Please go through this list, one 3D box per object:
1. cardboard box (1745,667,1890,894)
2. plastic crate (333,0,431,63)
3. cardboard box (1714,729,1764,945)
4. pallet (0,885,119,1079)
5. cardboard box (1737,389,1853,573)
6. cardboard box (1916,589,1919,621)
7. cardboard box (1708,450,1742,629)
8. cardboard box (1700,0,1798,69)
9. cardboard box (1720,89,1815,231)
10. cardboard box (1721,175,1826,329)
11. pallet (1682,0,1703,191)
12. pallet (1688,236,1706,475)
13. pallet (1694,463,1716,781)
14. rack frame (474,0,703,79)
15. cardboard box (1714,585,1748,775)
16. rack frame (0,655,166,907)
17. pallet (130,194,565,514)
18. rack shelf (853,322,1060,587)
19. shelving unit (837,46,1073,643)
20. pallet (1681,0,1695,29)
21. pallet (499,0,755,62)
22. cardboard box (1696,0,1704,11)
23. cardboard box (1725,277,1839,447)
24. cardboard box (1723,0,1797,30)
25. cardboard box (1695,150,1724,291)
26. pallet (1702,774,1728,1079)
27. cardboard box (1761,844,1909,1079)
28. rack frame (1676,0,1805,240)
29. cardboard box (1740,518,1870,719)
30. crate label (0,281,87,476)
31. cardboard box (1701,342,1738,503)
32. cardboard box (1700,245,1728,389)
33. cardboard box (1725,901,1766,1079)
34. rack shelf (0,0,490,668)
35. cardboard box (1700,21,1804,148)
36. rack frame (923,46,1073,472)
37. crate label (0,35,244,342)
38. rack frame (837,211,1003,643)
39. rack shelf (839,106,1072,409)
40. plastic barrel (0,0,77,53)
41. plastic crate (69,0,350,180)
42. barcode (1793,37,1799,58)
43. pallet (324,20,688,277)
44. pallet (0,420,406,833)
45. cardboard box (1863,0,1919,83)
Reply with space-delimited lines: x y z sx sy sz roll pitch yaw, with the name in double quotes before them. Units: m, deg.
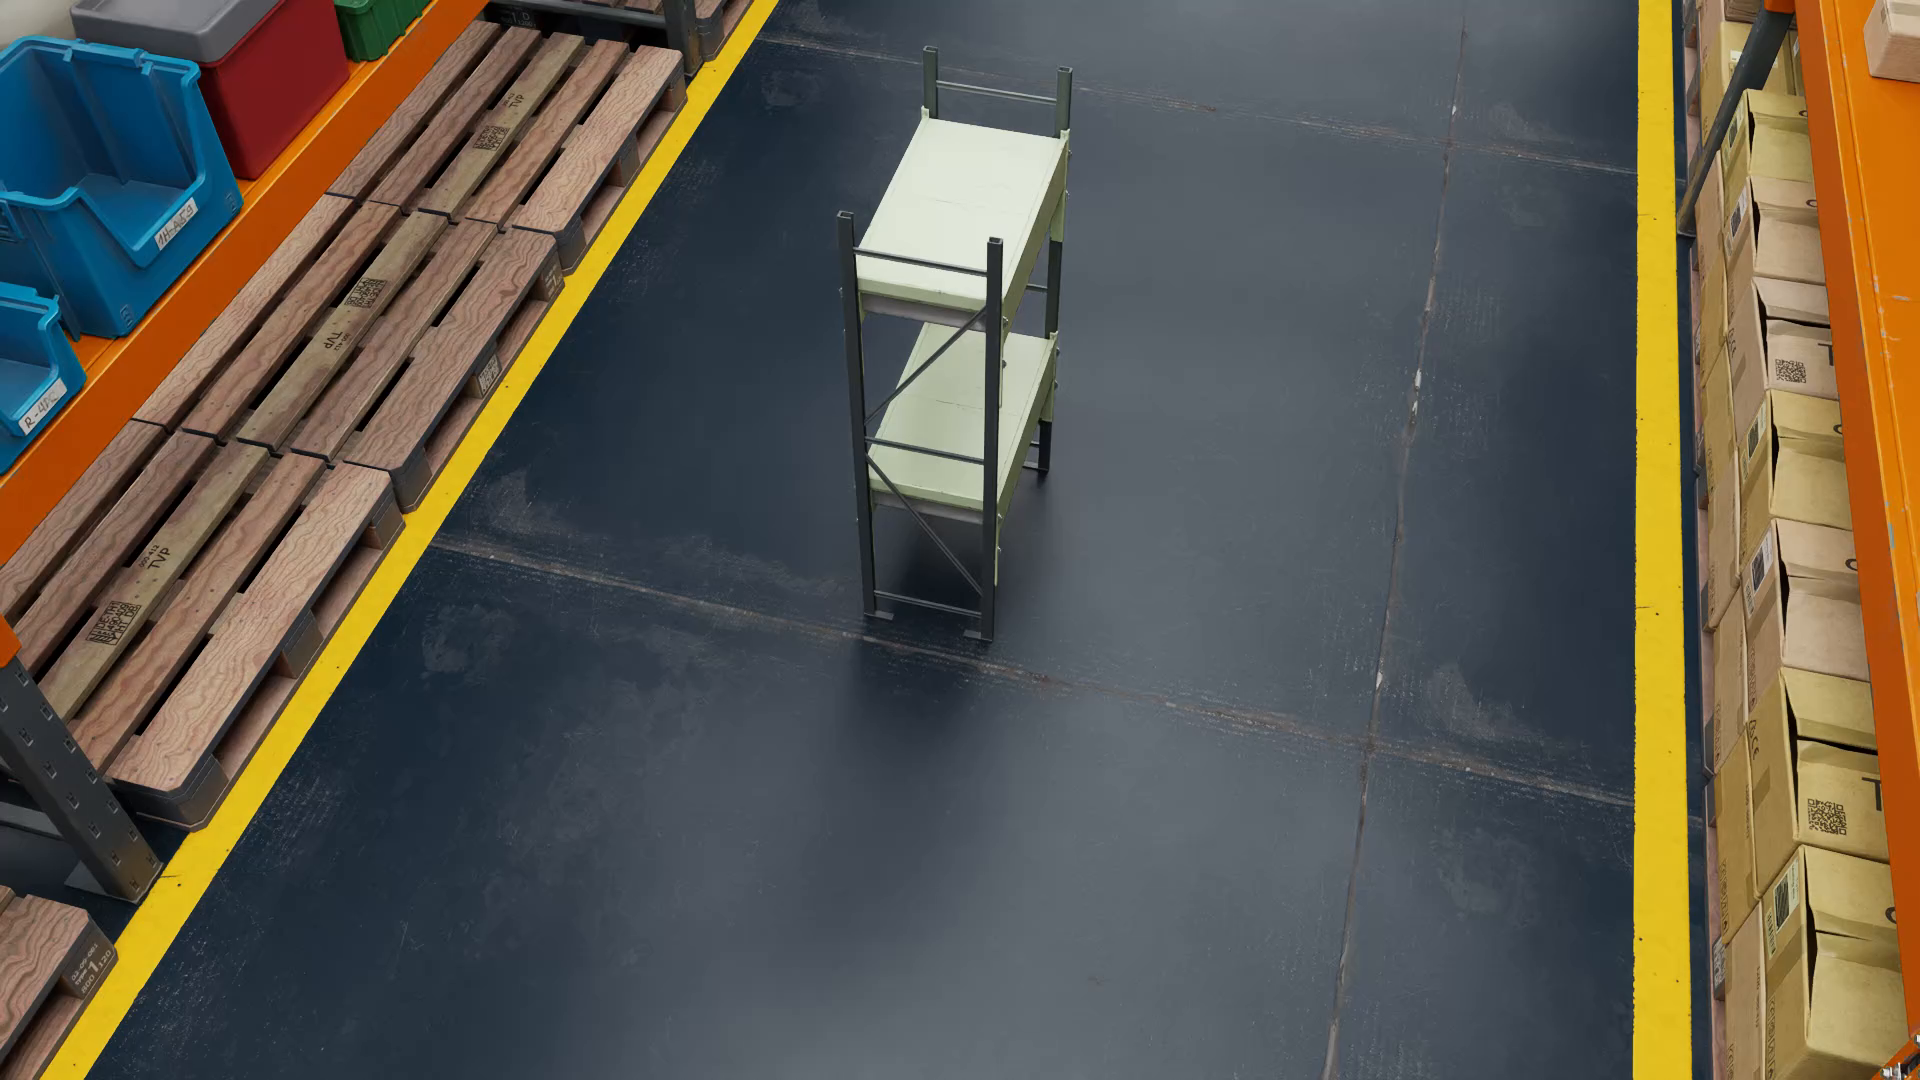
"cardboard box" 2.172 0.593 3.906 0.500 0.311 0.500 11 49 9
"plastic crate" -1.770 -1.676 4.870 0.450 0.188 0.662 12 50 10
"cardboard box" 2.176 0.781 4.114 0.500 0.250 0.500 11 49 10
"pallet" -2.804 1.333 3.933 1.003 0.211 1.213 12 50 10
"cardboard box" 2.441 -0.134 4.547 0.500 0.311 0.500 13 50 11
"cardboard box" 2.111 0.190 3.249 0.380 0.149 0.250 12 50 10
"cardboard box" 2.444 0.045 4.764 0.500 0.250 0.500 12 50 11
"cardboard box" 3.246 -2.049 6.611 0.500 0.250 0.500 12 50 10
"cardboard box" 2.845 -1.246 5.529 0.500 0.311 0.500 12 50 10
"cardboard box" 2.708 -0.885 5.210 0.500 0.311 0.500 11 49 10
"pallet" 3.444 -1.726 6.632 1.003 0.211 1.213 12 50 10
"pallet" 3.038 -0.618 5.655 1.003 0.211 1.213 12 50 10
"pallet" 2.718 0.267 4.873 1.003 0.211 1.213 12 50 10
"rack frame" -1.584 -3.061 5.951 1.000 3.000 0.127 12 50 10
"cardboard box" 2.312 0.418 4.435 0.500 0.250 0.500 13 50 11
"rack frame" -2.637 -0.168 3.398 1.000 3.000 0.127 12 50 10
"pallet" -2.072 -0.678 5.707 1.003 0.211 1.213 12 50 10
"rack shelf" 0.002 -0.285 4.936 0.431 0.370 0.720 12 50 10
"shelving unit" 0.002 -0.501 4.692 0.431 1.500 0.755 12 50 10
"pallet" 3.763 -2.611 7.413 1.003 0.211 1.213 12 50 10
"pallet" -1.367 -2.616 7.418 1.003 0.211 1.213 12 50 10
"cardboard box" 3.364 -2.413 6.933 0.500 0.250 0.500 12 50 10
"cardboard box" 2.573 -0.511 4.880 0.500 0.311 0.500 10 49 9
"cardboard box" 3.248 -2.296 6.330 0.500 0.500 0.500 12 50 10
"cardboard box" 2.849 -1.068 5.745 0.500 0.250 0.500 10 49 9
"pallet" 2.395 1.147 4.097 1.003 0.211 1.213 12 50 10
"cardboard box" 2.041 0.970 3.573 0.500 0.311 0.500 13 50 11
"rack frame" 3.194 -2.081 5.086 1.000 3.000 0.127 12 50 10
"cardboard box" 2.307 0.228 4.228 0.500 0.311 0.500 11 50 10
"crate label" -2.164 -0.344 3.664 0.303 0.233 0.416 12 50 10
"cardboard box" 2.579 -0.323 5.088 0.500 0.250 0.500 10 49 9
"cardboard box" 2.713 -0.698 5.419 0.500 0.250 0.500 13 50 11
"cardboard box" 2.044 1.154 3.785 0.500 0.250 0.500 13 50 11
"rack shelf" -2.110 -1.377 4.944 1.077 0.370 4.000 12 50 10
"cardboard box" 3.105 -1.689 6.294 0.500 0.250 0.500 12 50 10
"rack frame" 0.098 -0.766 4.926 0.400 1.500 0.023 12 50 10
"crate label" -2.114 -0.845 3.972 0.502 0.435 0.616 12 50 10
"rack frame" -0.095 -0.236 4.458 0.400 1.500 0.023 12 50 10
"rack shelf" 0.002 -0.759 4.399 0.431 0.370 0.720 12 50 10
"plastic barrel" -2.461 -1.296 4.319 0.421 0.512 0.421 0 49 0
"plastic crate" -1.916 -1.298 4.352 0.402 0.464 0.583 12 50 10
"barcode" 2.725 -1.615 5.408 0.001 0.075 0.075 12 50 10
"pallet" -1.753 -1.563 6.489 1.003 0.211 1.213 12 50 10
"pallet" -2.395 0.202 4.931 1.003 0.211 1.213 12 50 10
"cardboard box" 2.763 -1.398 4.650 0.380 0.149 0.250 12 50 10
